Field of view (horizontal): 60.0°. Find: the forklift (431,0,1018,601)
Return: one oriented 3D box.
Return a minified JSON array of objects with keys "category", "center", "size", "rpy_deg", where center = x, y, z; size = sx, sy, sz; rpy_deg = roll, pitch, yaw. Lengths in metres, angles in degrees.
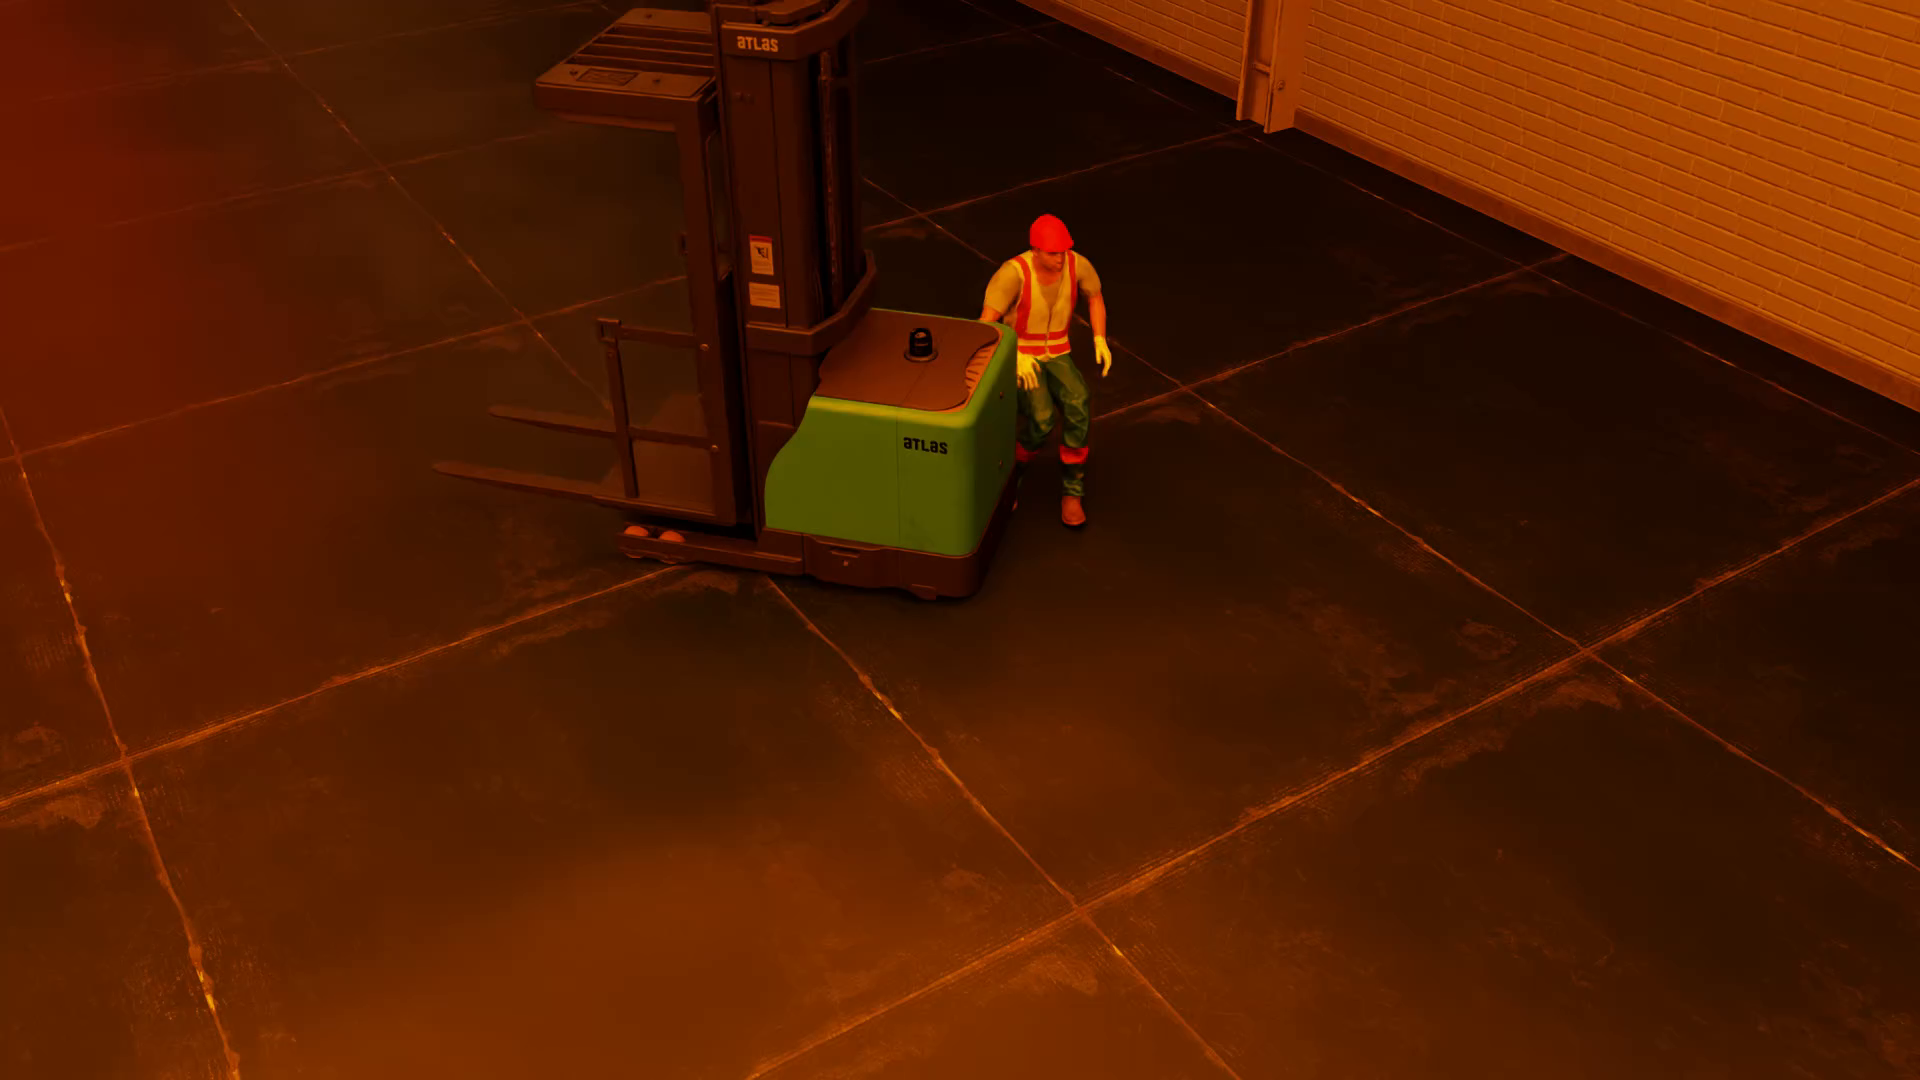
[{"category":"forklift","center":[-1.268,-1.359,8.082],"size":[3.031,2.935,1.130],"rpy_deg":[9,36,12]}]

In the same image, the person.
[{"category":"person","center":[0.518,-0.899,8.703],"size":[0.787,1.566,0.898],"rpy_deg":[-16,38,-21]}]
